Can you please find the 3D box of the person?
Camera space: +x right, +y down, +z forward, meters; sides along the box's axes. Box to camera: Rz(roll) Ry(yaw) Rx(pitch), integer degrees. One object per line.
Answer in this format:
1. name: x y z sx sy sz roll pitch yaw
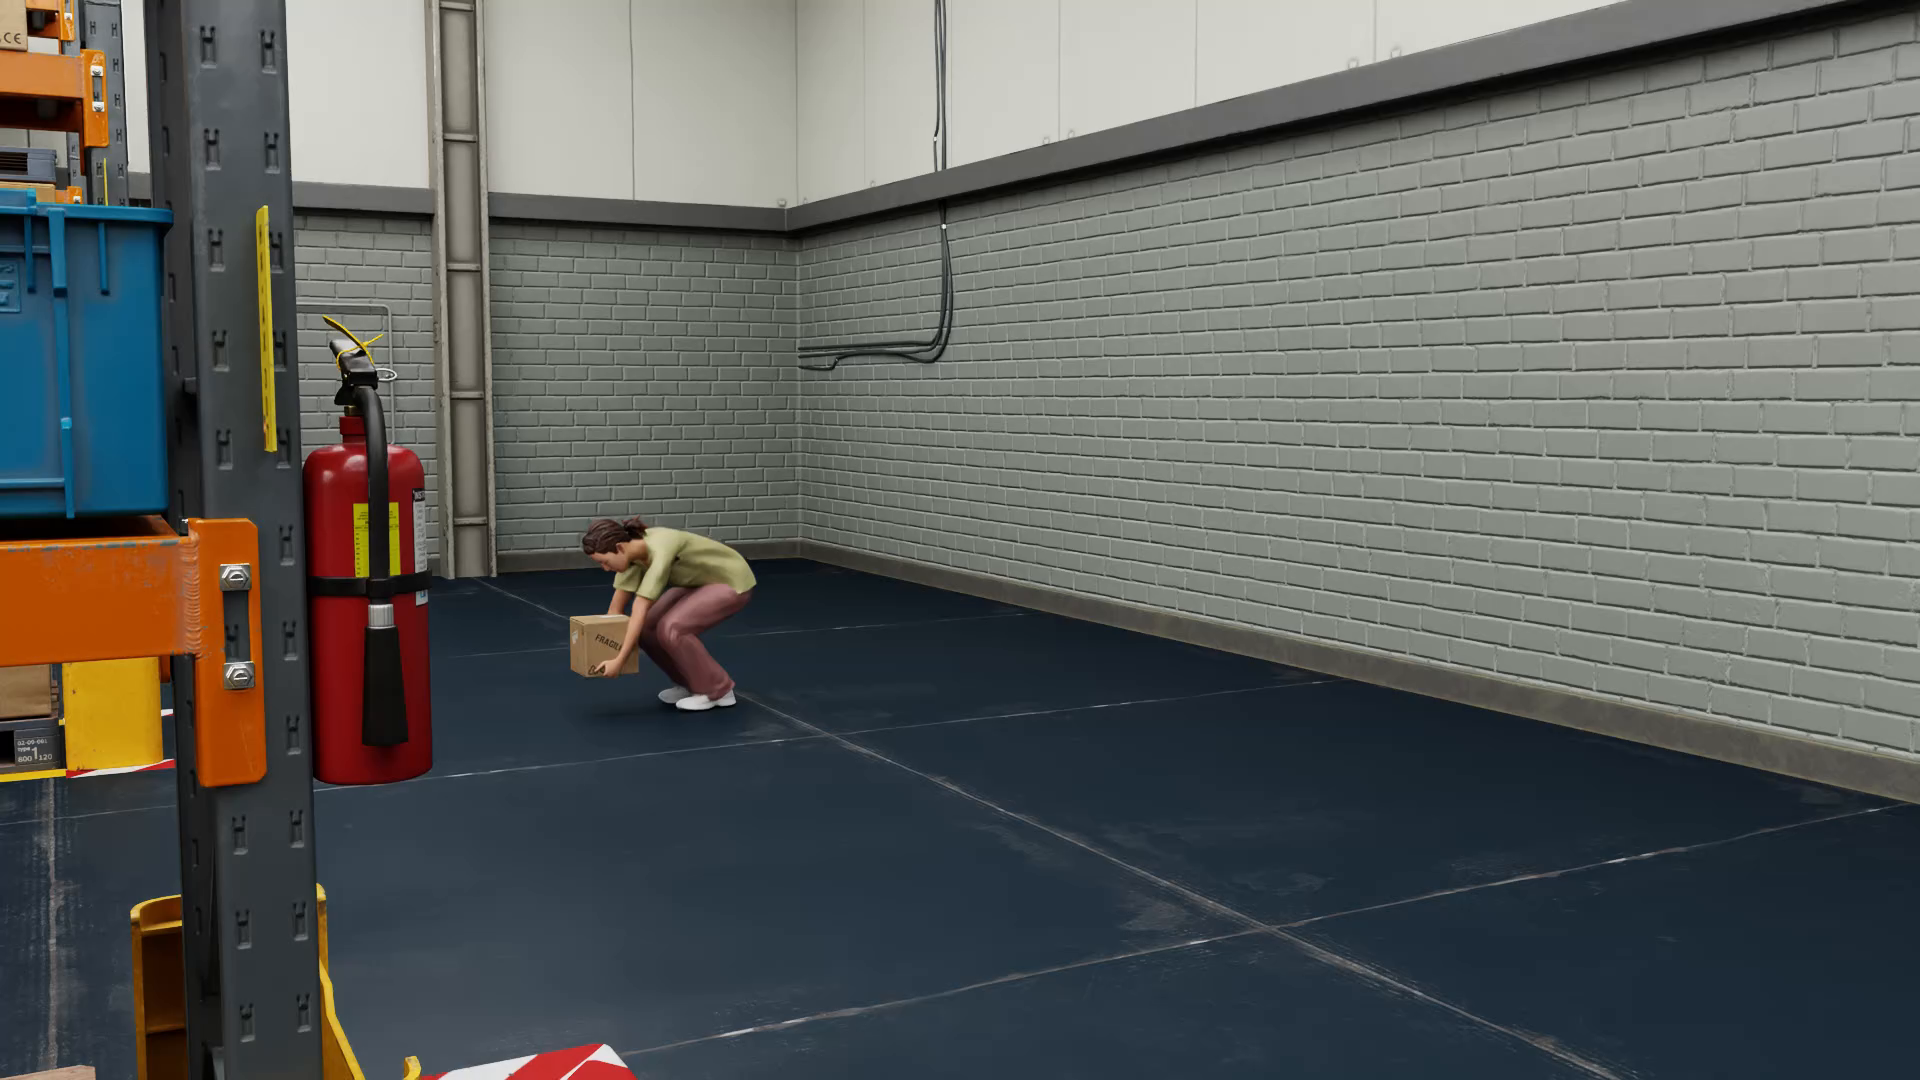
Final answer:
1. person: -1.378 0.385 7.888 0.839 0.836 0.469 -3 6 -31
